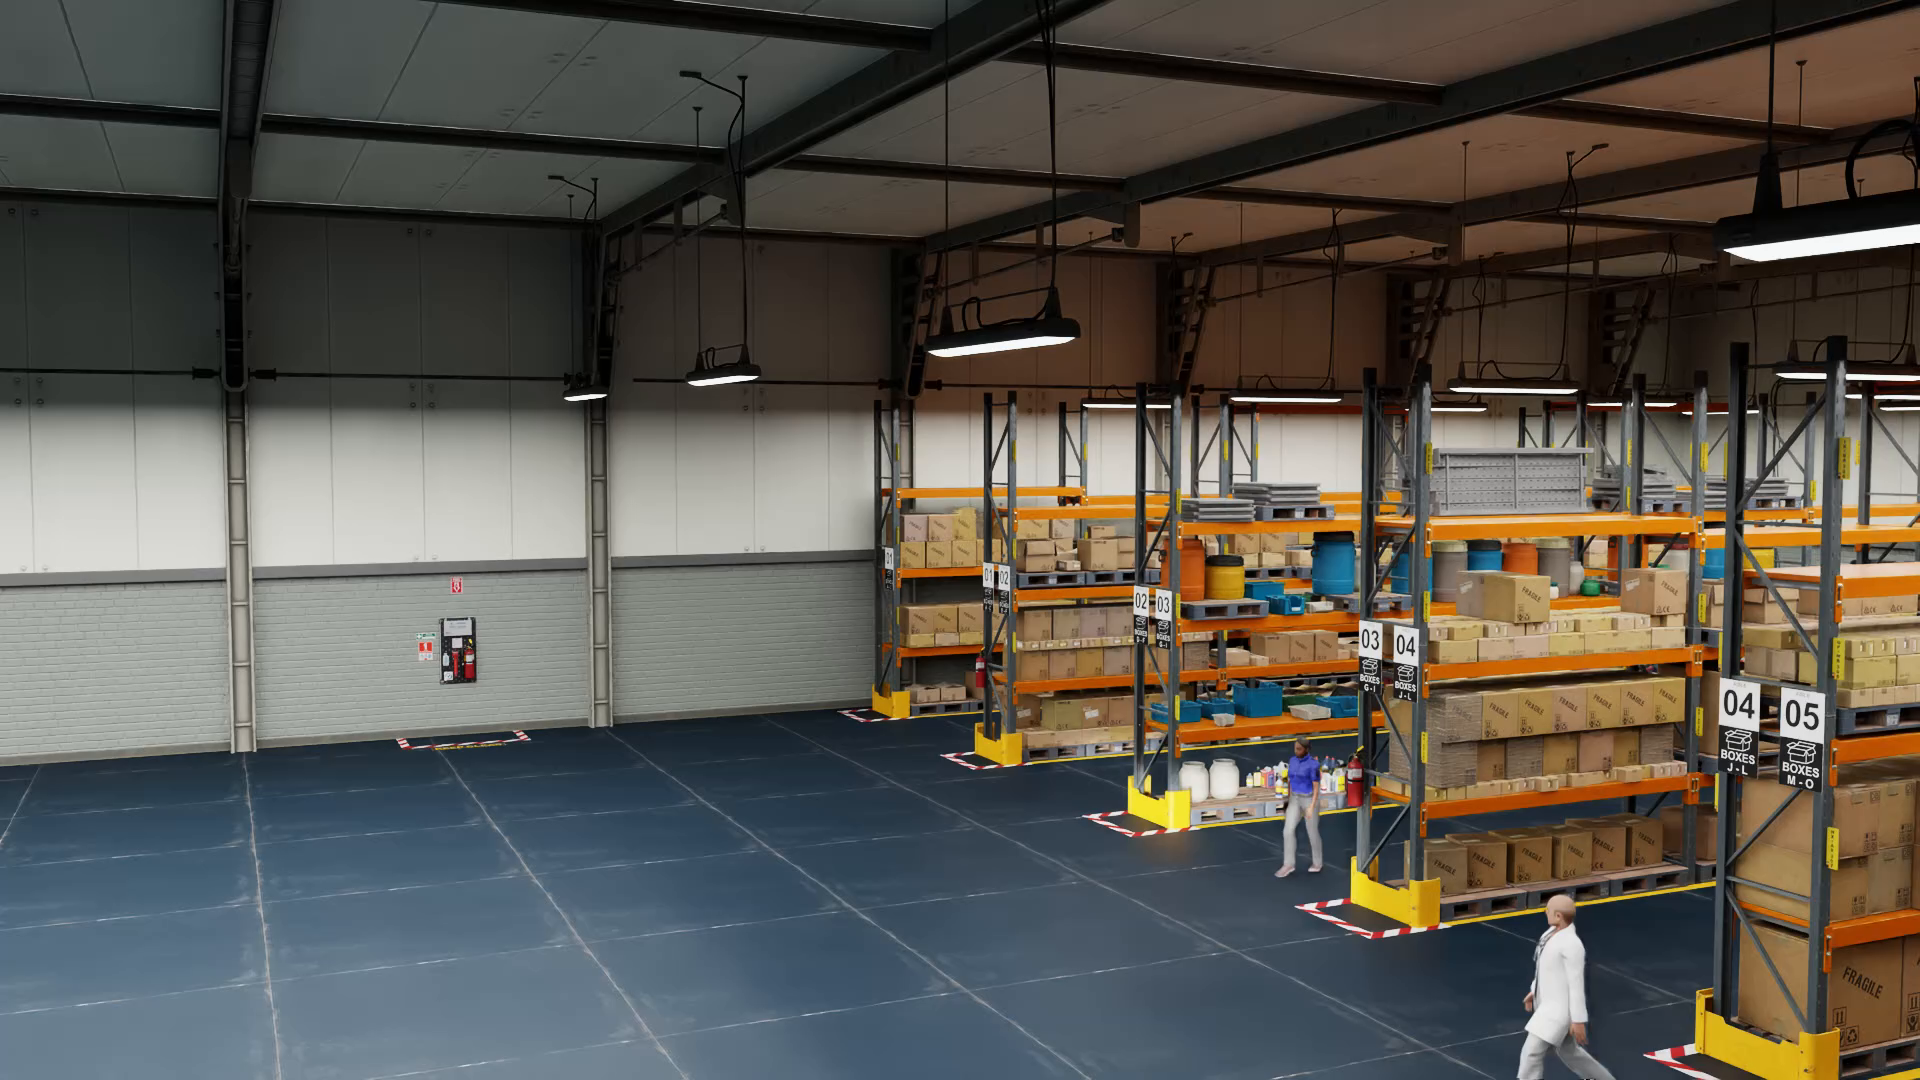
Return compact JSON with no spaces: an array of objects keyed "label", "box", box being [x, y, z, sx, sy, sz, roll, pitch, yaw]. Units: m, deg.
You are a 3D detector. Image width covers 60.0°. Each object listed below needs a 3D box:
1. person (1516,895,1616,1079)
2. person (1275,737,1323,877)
[{"label":"person","box":[4.551,3.553,12.677,1.139,1.730,0.692,0,3,-4]},{"label":"person","box":[4.106,3.181,19.936,0.668,1.669,0.498,-3,4,-42]}]
